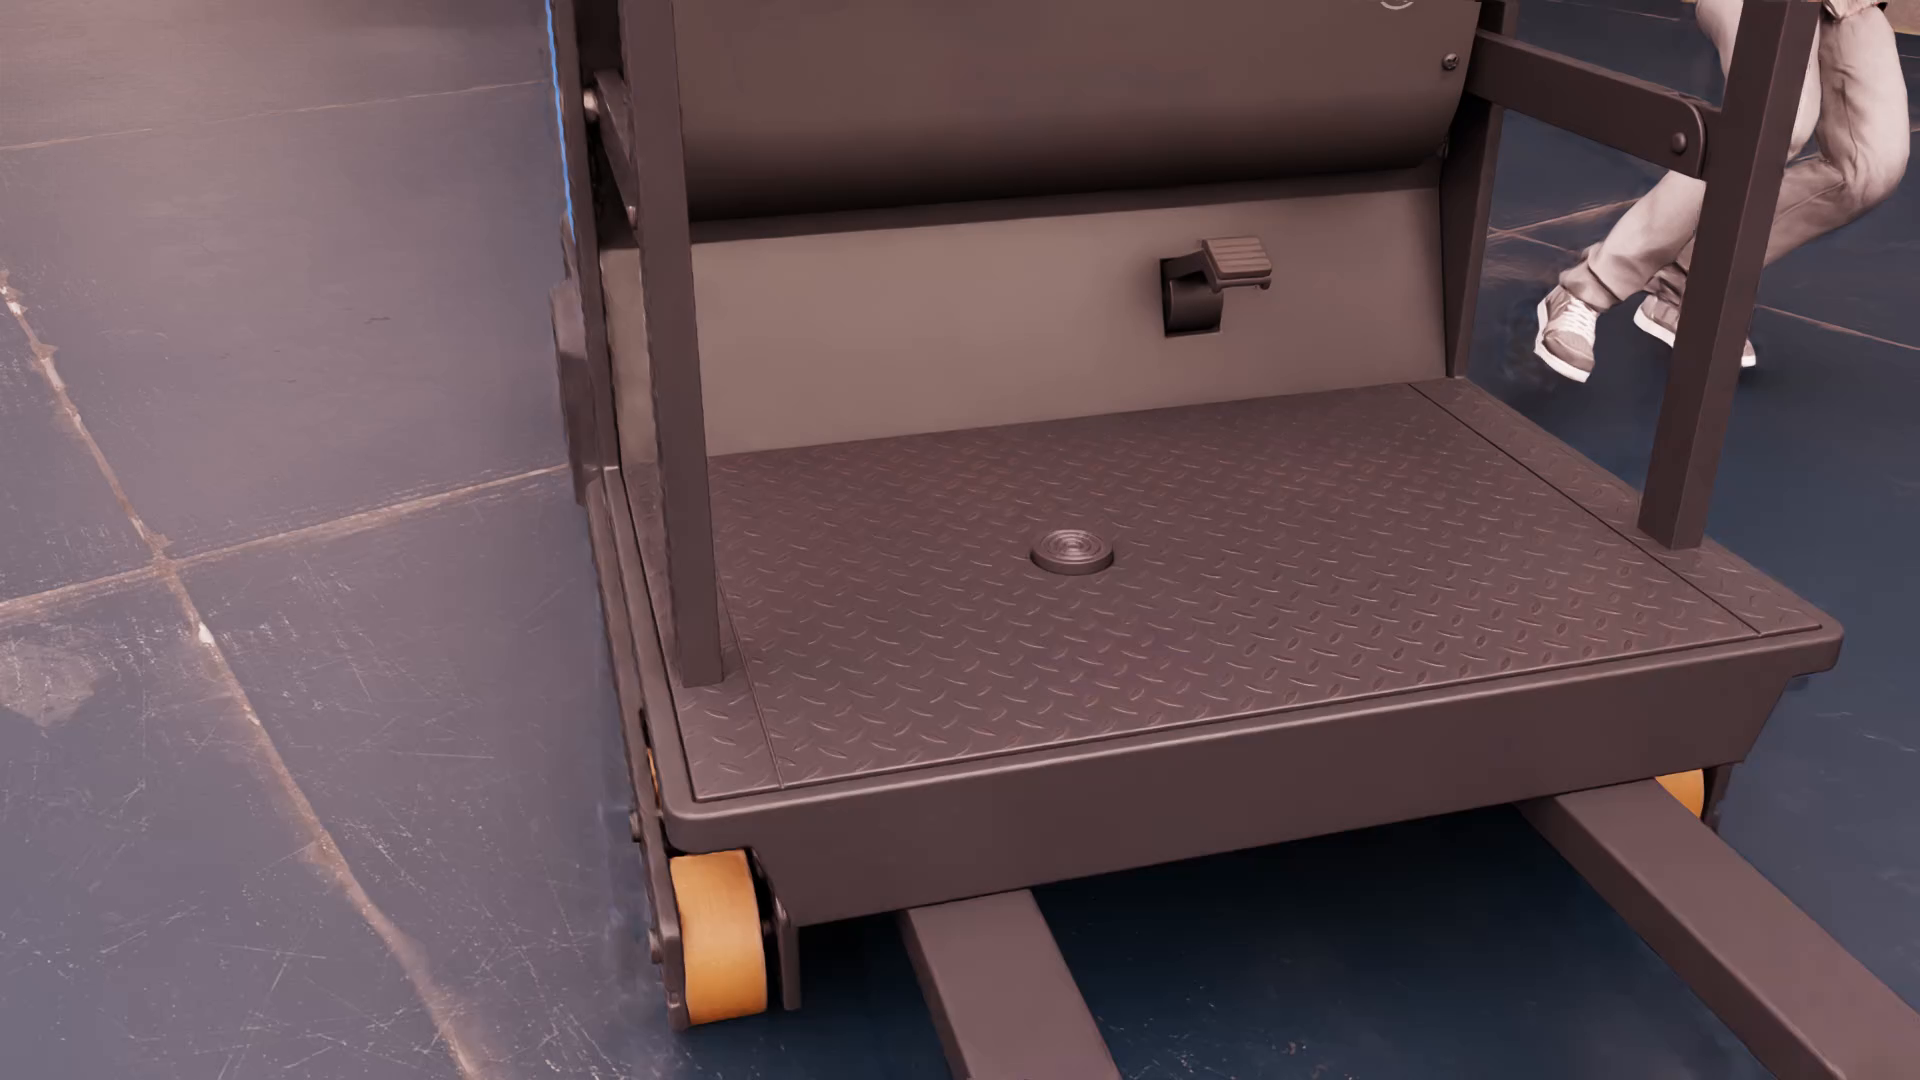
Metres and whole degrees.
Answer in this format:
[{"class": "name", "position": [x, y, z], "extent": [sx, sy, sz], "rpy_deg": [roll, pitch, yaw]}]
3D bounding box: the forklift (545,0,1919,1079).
[{"class": "forklift", "position": [0.176, -1.045, 1.315], "extent": [1.130, 2.935, 3.031], "rpy_deg": [-7, 27, -14]}]

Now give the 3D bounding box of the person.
[{"class": "person", "position": [1.499, -0.875, 2.701], "extent": [1.005, 1.335, 0.843], "rpy_deg": [-10, 28, -20]}]
